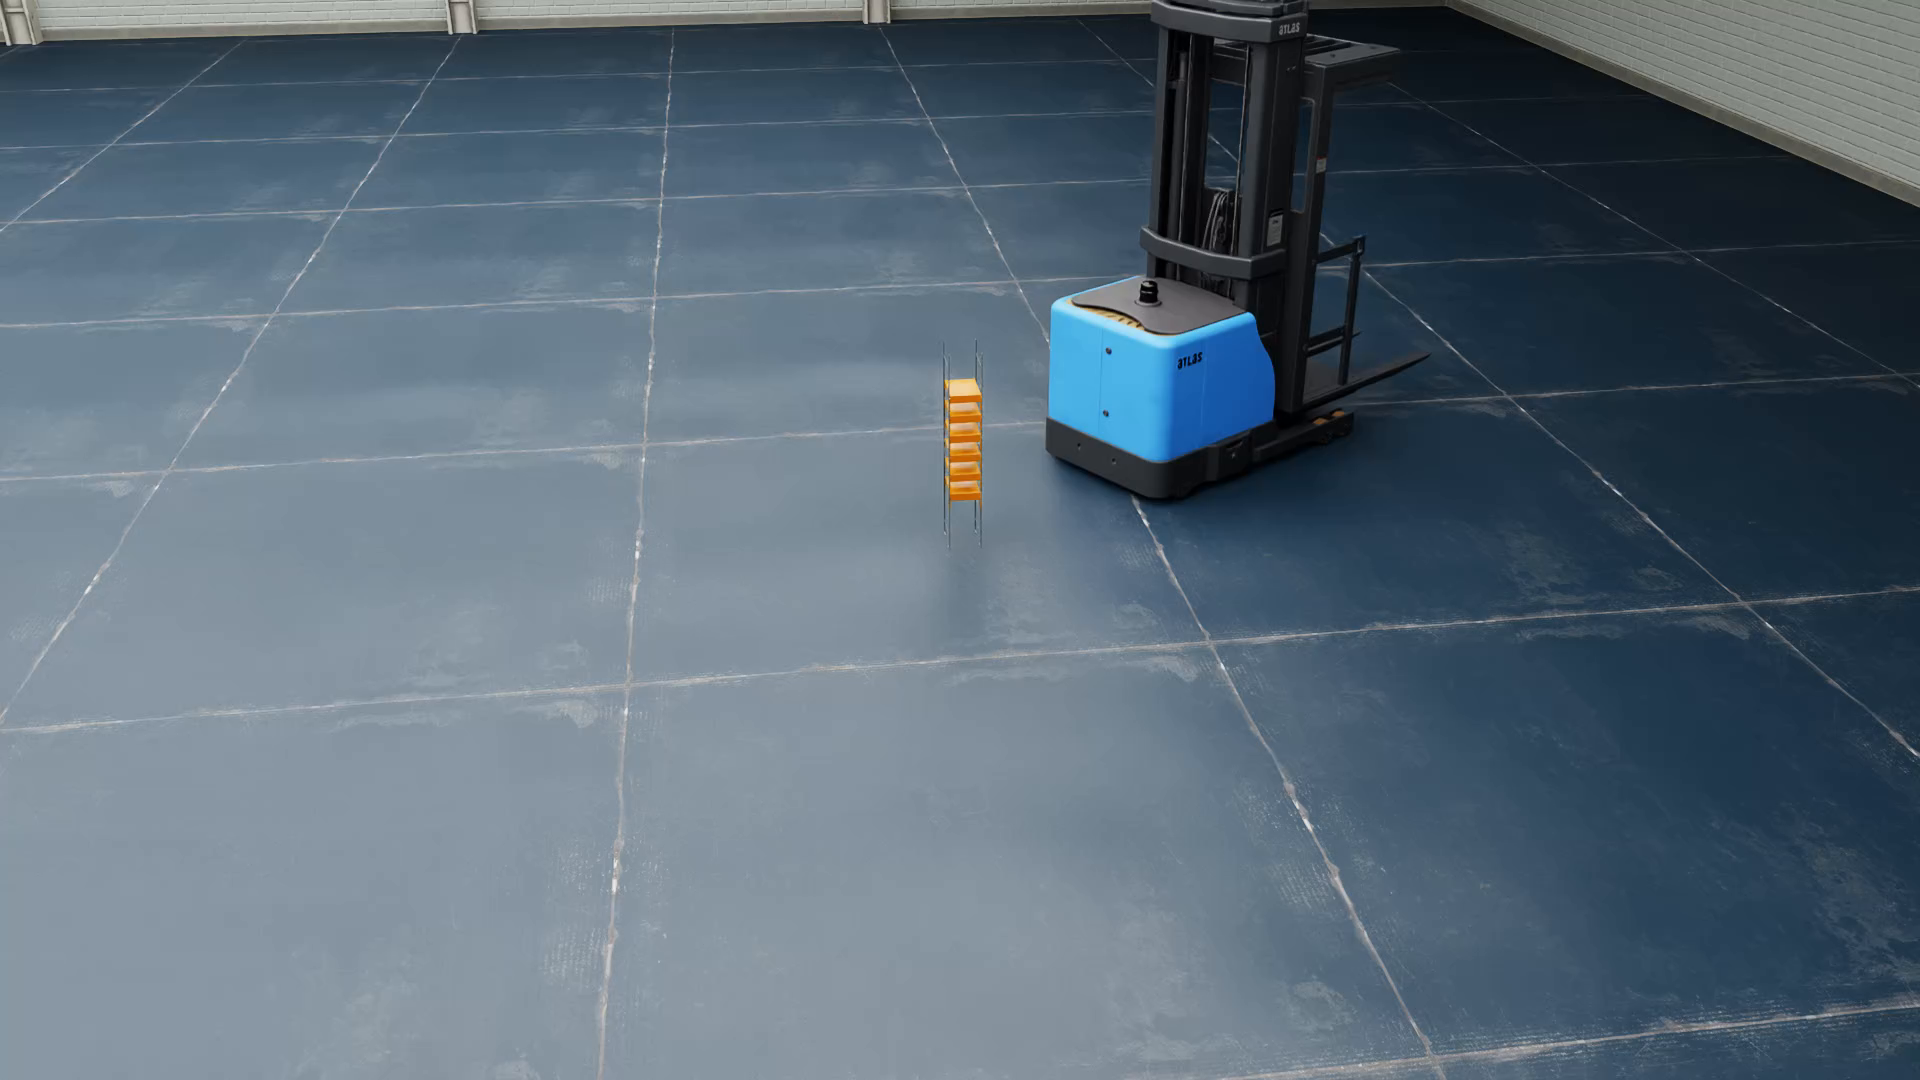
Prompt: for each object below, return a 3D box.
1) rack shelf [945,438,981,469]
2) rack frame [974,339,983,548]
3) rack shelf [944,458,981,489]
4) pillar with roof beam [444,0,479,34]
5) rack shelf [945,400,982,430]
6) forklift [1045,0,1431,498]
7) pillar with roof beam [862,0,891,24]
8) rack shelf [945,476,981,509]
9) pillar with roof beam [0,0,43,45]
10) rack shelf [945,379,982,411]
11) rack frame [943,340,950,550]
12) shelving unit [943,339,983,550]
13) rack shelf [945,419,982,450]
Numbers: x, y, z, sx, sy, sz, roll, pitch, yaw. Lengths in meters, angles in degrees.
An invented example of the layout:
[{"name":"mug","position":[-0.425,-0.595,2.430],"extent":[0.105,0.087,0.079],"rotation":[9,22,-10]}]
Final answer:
[{"name":"rack shelf","position":[0.014,-0.495,9.498],"extent":[0.180,0.103,0.258],"rotation":[-4,27,-7]},{"name":"rack frame","position":[0.105,-0.541,9.489],"extent":[0.006,1.200,0.240],"rotation":[-4,27,-7]},{"name":"rack shelf","position":[0.014,-0.388,9.553],"extent":[0.180,0.103,0.258],"rotation":[-4,27,-7]},{"name":"pillar with roof beam","position":[-6.589,-9.423,18.258],"extent":[0.400,9.000,9.100],"rotation":[-4,27,-7]},{"name":"rack shelf","position":[0.014,-0.709,9.389],"extent":[0.180,0.103,0.258],"rotation":[-4,27,-7]},{"name":"forklift","position":[1.997,-2.103,10.638],"extent":[3.031,2.935,1.130],"rotation":[-21,34,-35]},{"name":"pillar with roof beam","position":[-0.647,-9.805,19.001],"extent":[0.400,9.000,9.100],"rotation":[-4,27,-7]},{"name":"rack shelf","position":[0.014,-0.282,9.608],"extent":[0.180,0.103,0.258],"rotation":[-4,27,-7]},{"name":"pillar with roof beam","position":[-12.530,-9.041,17.514],"extent":[0.400,9.000,9.100],"rotation":[-4,27,-7]},{"name":"rack shelf","position":[0.014,-0.816,9.334],"extent":[0.180,0.103,0.258],"rotation":[-4,27,-7]},{"name":"rack frame","position":[-0.076,-0.529,9.467],"extent":[0.006,1.200,0.240],"rotation":[-4,27,-7]},{"name":"shelving unit","position":[0.014,-0.535,9.478],"extent":[0.189,1.200,0.258],"rotation":[-4,27,-7]},{"name":"rack shelf","position":[0.014,-0.602,9.443],"extent":[0.180,0.103,0.258],"rotation":[-4,27,-7]}]
